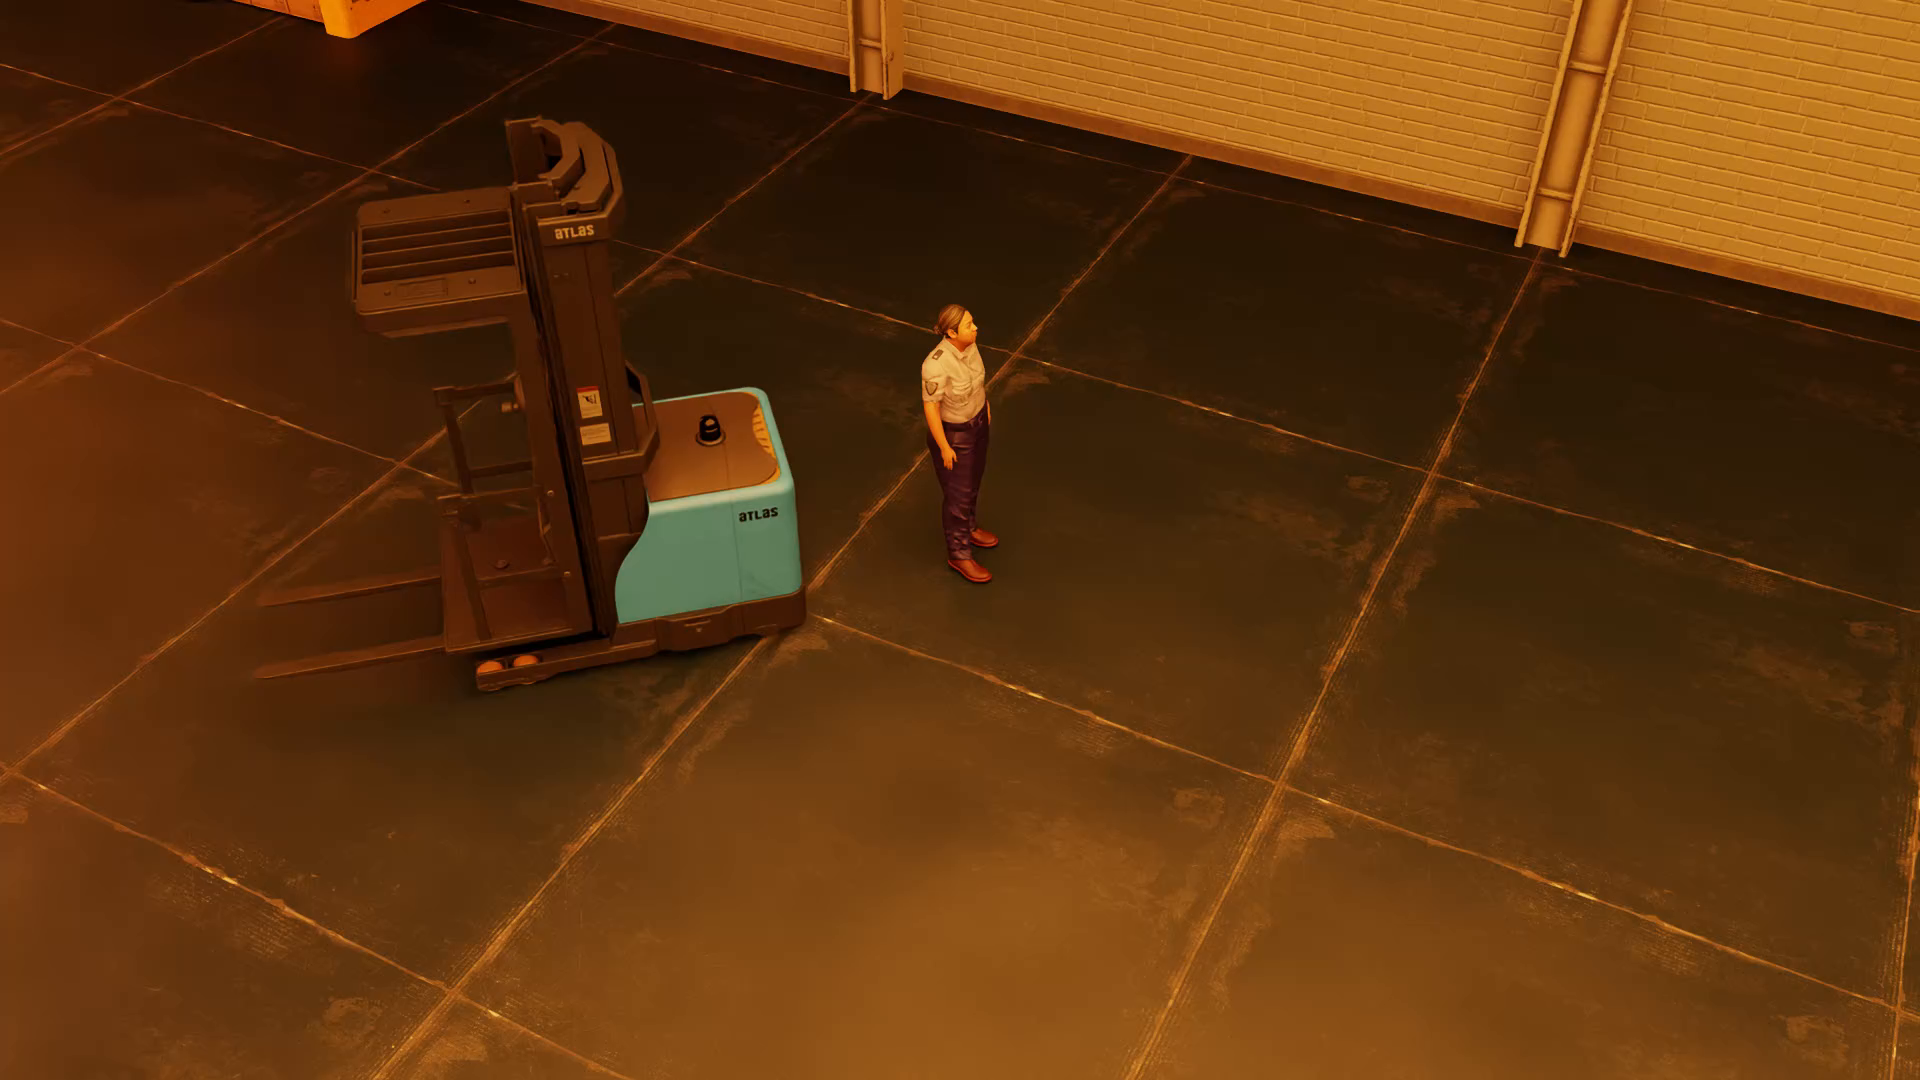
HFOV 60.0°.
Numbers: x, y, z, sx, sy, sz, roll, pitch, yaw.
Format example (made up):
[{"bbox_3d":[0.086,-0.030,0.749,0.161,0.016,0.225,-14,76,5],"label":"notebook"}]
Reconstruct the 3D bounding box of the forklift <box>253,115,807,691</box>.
[{"bbox_3d":[-2.462,-0.659,8.769,3.031,2.935,1.130,-10,41,-11],"label":"forklift"}]

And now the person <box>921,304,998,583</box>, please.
[{"bbox_3d":[0.069,-0.597,9.680,0.503,1.650,0.599,18,43,21],"label":"person"}]
